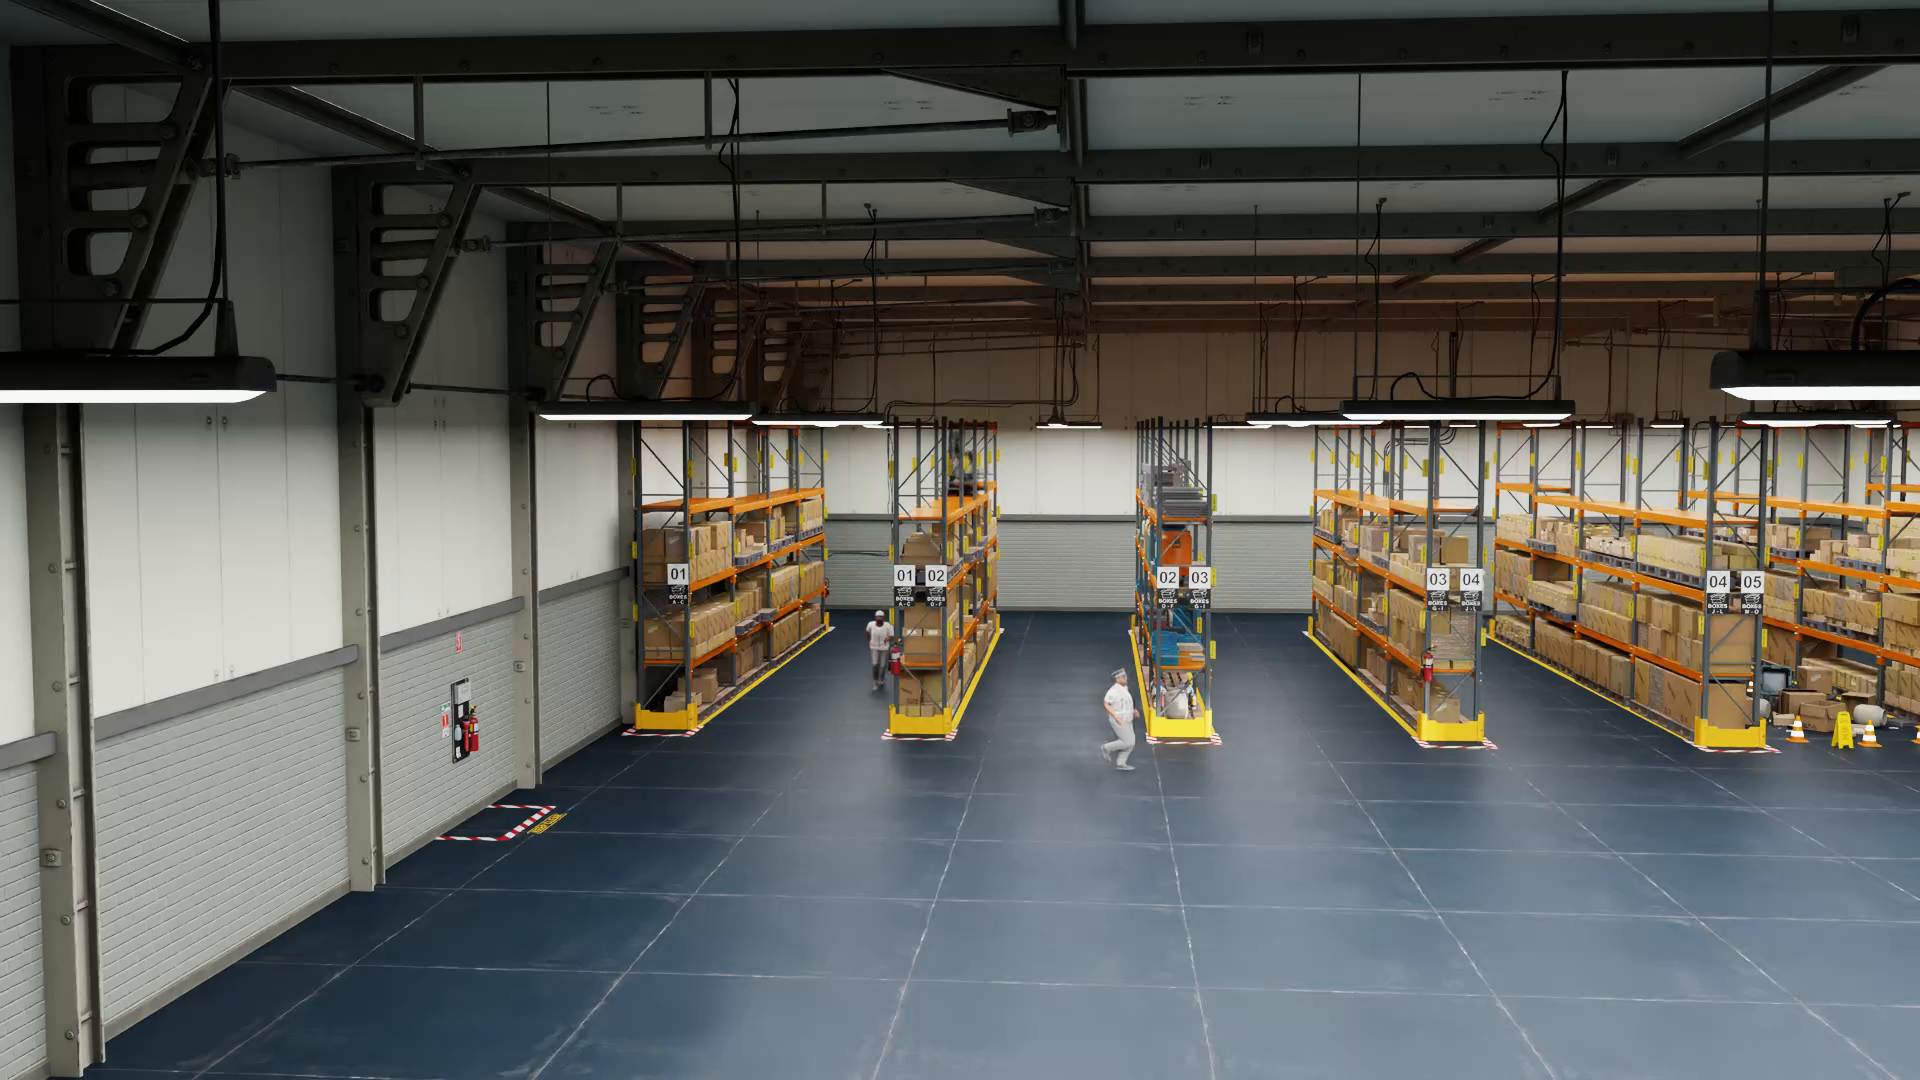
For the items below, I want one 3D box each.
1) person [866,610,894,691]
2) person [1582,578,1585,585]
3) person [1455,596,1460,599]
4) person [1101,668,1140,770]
[{"bbox_3d":[-1.772,2.446,36.948,0.606,1.801,0.837,0,4,-5],"label":"person"},{"bbox_3d":[16.768,1.898,44.968,0.704,1.766,0.896,1,4,8],"label":"person"},{"bbox_3d":[14.227,1.790,46.983,0.578,1.715,0.718,-2,4,-30],"label":"person"},{"bbox_3d":[2.717,3.024,28.129,0.592,1.731,0.679,2,4,29],"label":"person"}]
